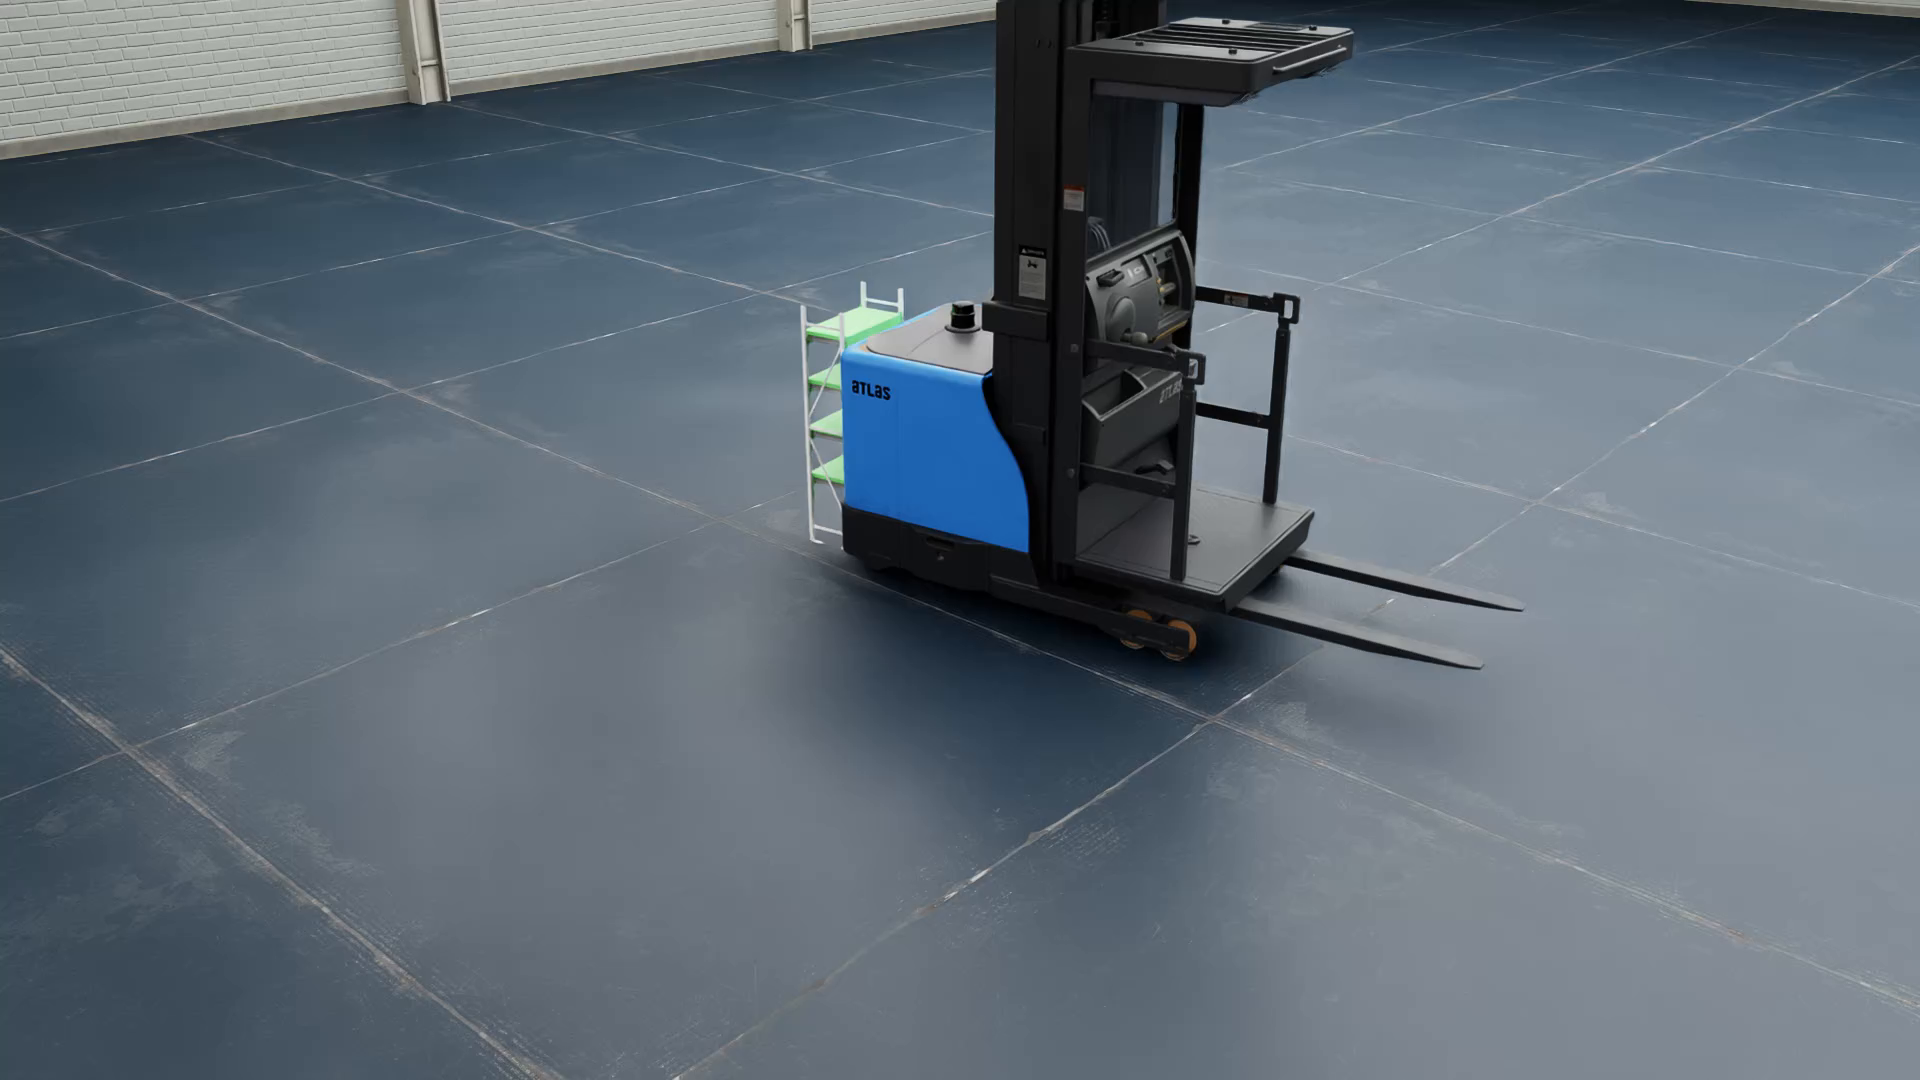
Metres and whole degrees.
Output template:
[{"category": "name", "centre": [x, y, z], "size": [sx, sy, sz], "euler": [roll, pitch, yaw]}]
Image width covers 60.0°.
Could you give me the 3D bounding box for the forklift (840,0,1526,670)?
[{"category": "forklift", "centre": [0.957, -1.072, 7.058], "size": [3.031, 2.935, 1.130], "euler": [15, 28, 29]}]

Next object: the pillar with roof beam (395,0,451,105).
[{"category": "pillar with roof beam", "centre": [-3.187, -8.221, 15.586], "size": [9.100, 9.000, 0.400], "euler": [20, 31, 38]}]

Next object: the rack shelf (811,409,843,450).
[{"category": "rack shelf", "centre": [-0.509, -0.545, 8.156], "size": [0.258, 0.148, 0.480], "euler": [14, 28, 29]}]

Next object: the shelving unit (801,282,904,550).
[{"category": "shelving unit", "centre": [-0.509, -0.604, 8.130], "size": [0.258, 1.200, 0.503], "euler": [14, 28, 29]}]

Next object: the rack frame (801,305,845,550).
[{"category": "rack frame", "centre": [-0.638, -0.519, 7.941], "size": [0.240, 1.200, 0.015], "euler": [14, 28, 29]}]

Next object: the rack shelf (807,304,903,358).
[{"category": "rack shelf", "centre": [-0.509, -0.983, 7.960], "size": [0.258, 0.148, 0.480], "euler": [14, 28, 29]}]

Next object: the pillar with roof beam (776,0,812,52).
[{"category": "pillar with roof beam", "centre": [0.818, -10.049, 19.663], "size": [9.100, 9.000, 0.400], "euler": [20, 31, 38]}]

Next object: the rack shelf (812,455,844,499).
[{"category": "rack shelf", "centre": [-0.509, -0.326, 8.254], "size": [0.258, 0.148, 0.480], "euler": [14, 28, 29]}]

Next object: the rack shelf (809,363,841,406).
[{"category": "rack shelf", "centre": [-0.509, -0.764, 8.058], "size": [0.258, 0.148, 0.480], "euler": [14, 28, 29]}]

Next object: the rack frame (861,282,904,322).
[{"category": "rack frame", "centre": [-0.380, -0.689, 8.319], "size": [0.240, 1.200, 0.015], "euler": [14, 28, 29]}]
